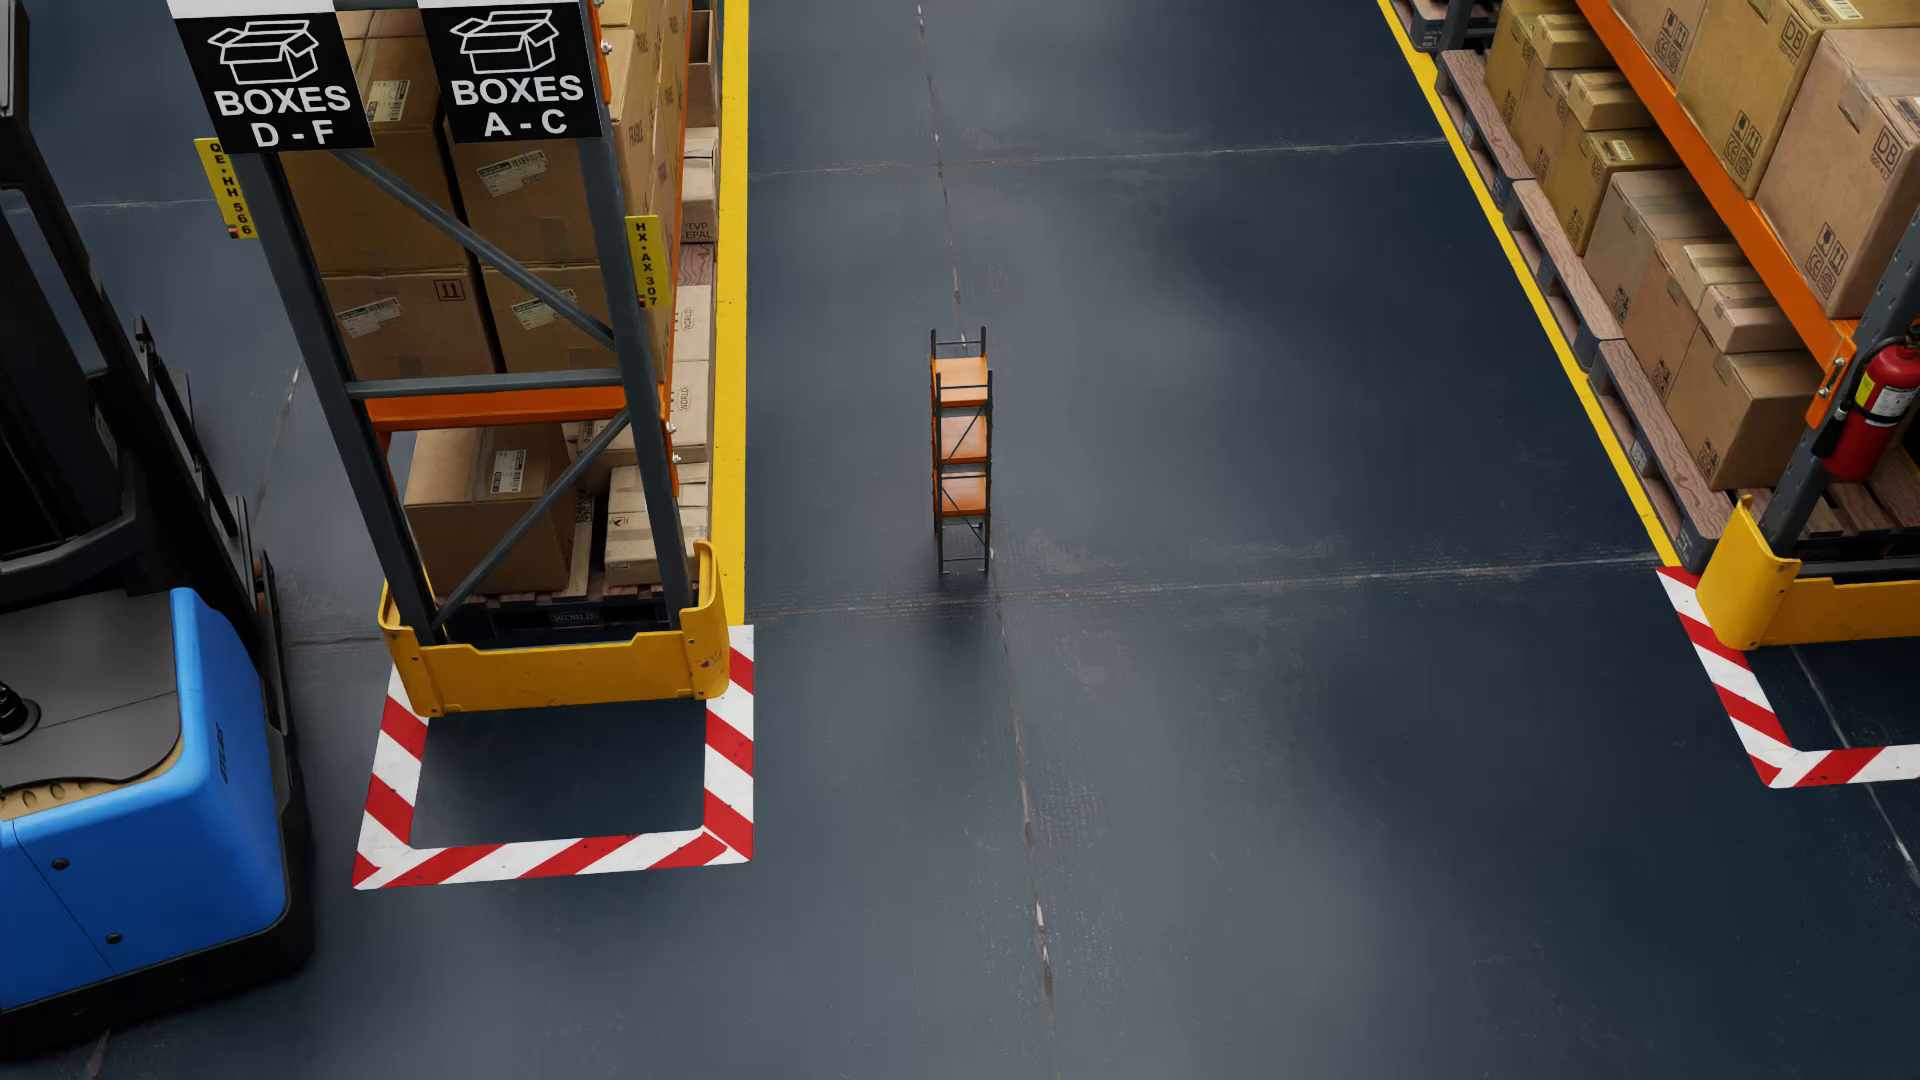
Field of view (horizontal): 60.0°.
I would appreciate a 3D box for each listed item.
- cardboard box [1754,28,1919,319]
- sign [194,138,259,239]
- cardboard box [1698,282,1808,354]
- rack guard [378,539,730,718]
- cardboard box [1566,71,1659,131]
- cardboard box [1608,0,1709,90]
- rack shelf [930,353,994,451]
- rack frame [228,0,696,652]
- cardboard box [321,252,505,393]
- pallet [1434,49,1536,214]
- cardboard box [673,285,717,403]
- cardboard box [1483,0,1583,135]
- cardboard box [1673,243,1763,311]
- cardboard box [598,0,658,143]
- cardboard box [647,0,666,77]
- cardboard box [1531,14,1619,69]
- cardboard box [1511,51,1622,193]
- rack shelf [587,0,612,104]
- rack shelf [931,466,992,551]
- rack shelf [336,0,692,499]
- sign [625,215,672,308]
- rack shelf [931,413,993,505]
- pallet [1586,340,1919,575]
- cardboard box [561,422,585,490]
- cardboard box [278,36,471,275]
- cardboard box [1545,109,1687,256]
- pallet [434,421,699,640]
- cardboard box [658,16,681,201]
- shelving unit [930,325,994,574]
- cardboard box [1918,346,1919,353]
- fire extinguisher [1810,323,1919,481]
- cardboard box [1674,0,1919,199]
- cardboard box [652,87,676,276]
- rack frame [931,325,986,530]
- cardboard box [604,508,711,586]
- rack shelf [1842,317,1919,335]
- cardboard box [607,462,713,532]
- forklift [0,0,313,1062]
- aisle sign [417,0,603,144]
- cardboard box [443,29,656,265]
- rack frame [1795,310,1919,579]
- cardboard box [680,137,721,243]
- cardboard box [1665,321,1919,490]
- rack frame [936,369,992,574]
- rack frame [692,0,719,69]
[{"bbox_3d":[3.431,-1.254,5.665,0.980,0.700,0.700,-2,47,-1],"label":"cardboard box"},{"bbox_3d":[-2.007,-0.966,4.584,0.100,0.325,0.005,-3,47,-3],"label":"sign"},{"bbox_3d":[3.133,-0.872,6.496,0.380,0.149,0.250,-4,47,-4],"label":"cardboard box"},{"bbox_3d":[-1.459,0.326,6.097,1.175,0.500,0.348,-3,47,-3],"label":"rack guard"},{"bbox_3d":[3.000,-2.000,7.564,0.380,0.149,0.250,-5,47,-4],"label":"cardboard box"},{"bbox_3d":[3.304,-2.332,6.686,0.980,0.700,0.700,-6,47,-5],"label":"cardboard box"},{"bbox_3d":[0.004,-0.510,6.134,0.215,0.259,0.240,-3,47,-3],"label":"rack shelf"},{"bbox_3d":[-1.452,-0.479,5.137,1.000,3.000,0.127,-3,47,-3],"label":"rack frame"},{"bbox_3d":[-1.761,-0.820,5.392,0.500,0.500,0.500,-2,47,-2],"label":"cardboard box"},{"bbox_3d":[3.134,-2.163,8.653,1.003,0.211,1.213,-3,47,-3],"label":"pallet"},{"bbox_3d":[-1.299,-0.818,7.050,0.500,0.250,0.500,-3,47,-3],"label":"cardboard box"},{"bbox_3d":[3.109,-2.414,8.403,0.700,0.500,0.500,-3,47,-3],"label":"cardboard box"},{"bbox_3d":[3.111,-1.057,6.671,0.380,0.149,0.250,-2,47,-2],"label":"cardboard box"},{"bbox_3d":[-1.278,-1.572,5.415,0.500,0.500,0.500,-3,47,-3],"label":"cardboard box"},{"bbox_3d":[-1.315,-1.934,5.758,0.500,0.500,0.500,-3,47,-3],"label":"cardboard box"},{"bbox_3d":[2.956,-2.378,7.922,0.380,0.149,0.250,-2,47,-2],"label":"cardboard box"},{"bbox_3d":[3.148,-2.050,8.058,0.700,0.500,0.500,-4,47,-4],"label":"cardboard box"},{"bbox_3d":[-1.620,-2.710,5.680,1.077,0.370,4.000,-3,47,-3],"label":"rack shelf"},{"bbox_3d":[0.004,-0.124,6.542,0.215,0.259,0.240,-3,47,-3],"label":"rack shelf"},{"bbox_3d":[-1.620,-1.678,6.769,1.077,0.370,4.000,-3,47,-3],"label":"rack shelf"},{"bbox_3d":[-0.912,-0.809,4.854,0.100,0.325,0.005,-3,47,-3],"label":"sign"},{"bbox_3d":[0.004,-0.315,6.340,0.215,0.259,0.240,-3,47,-3],"label":"rack shelf"},{"bbox_3d":[3.339,-0.397,6.981,1.003,0.211,1.213,-3,47,-3],"label":"pallet"},{"bbox_3d":[-1.688,-0.332,6.647,0.380,0.166,0.250,-3,47,-3],"label":"cardboard box"},{"bbox_3d":[-1.764,-1.162,5.027,0.500,0.500,0.500,-4,47,-4],"label":"cardboard box"},{"bbox_3d":[3.189,-1.679,7.706,0.700,0.500,0.500,-3,47,-2],"label":"cardboard box"},{"bbox_3d":[-1.526,-0.151,6.748,1.003,0.211,1.213,-3,47,-3],"label":"pallet"},{"bbox_3d":[-1.314,-1.586,6.117,0.500,0.500,0.500,-4,47,-3],"label":"cardboard box"},{"bbox_3d":[0.004,-0.322,6.332,0.215,1.050,0.252,-3,47,-3],"label":"shelving unit"},{"bbox_3d":[3.535,-0.712,6.344,0.380,0.149,0.250,-3,47,-3],"label":"cardboard box"},{"bbox_3d":[3.036,-0.490,5.459,0.296,0.674,0.183,-3,47,-3],"label":"fire extinguisher"},{"bbox_3d":[3.359,-1.780,6.163,0.980,0.700,0.700,-4,47,-4],"label":"cardboard box"},{"bbox_3d":[-1.275,-1.223,5.773,0.500,0.500,0.500,-4,47,-4],"label":"cardboard box"},{"bbox_3d":[-0.006,-0.411,6.416,0.200,1.050,0.008,-3,47,-3],"label":"rack frame"},{"bbox_3d":[-1.145,0.027,6.319,0.380,0.149,0.250,-3,47,-3],"label":"cardboard box"},{"bbox_3d":[3.316,-2.049,6.986,0.919,0.124,3.809,-3,47,-3],"label":"rack shelf"},{"bbox_3d":[-1.166,-0.160,6.484,0.380,0.166,0.250,-3,47,-3],"label":"cardboard box"},{"bbox_3d":[-3.112,-0.485,5.190,1.130,2.935,3.031,-16,49,-14],"label":"forklift"},{"bbox_3d":[-1.154,-1.341,4.164,0.394,0.787,0.004,-3,47,-3],"label":"aisle sign"},{"bbox_3d":[-1.227,-1.194,5.057,0.500,0.500,0.500,-2,47,-2],"label":"cardboard box"},{"bbox_3d":[3.480,-0.782,5.425,0.949,2.616,0.053,-3,47,-3],"label":"rack frame"},{"bbox_3d":[-1.394,-1.662,7.807,0.500,0.311,0.500,-3,47,-3],"label":"cardboard box"},{"bbox_3d":[3.325,-0.568,6.654,0.700,0.500,0.500,-3,47,-3],"label":"cardboard box"},{"bbox_3d":[0.015,-0.234,6.249,0.200,1.050,0.008,-3,47,-3],"label":"rack frame"},{"bbox_3d":[-1.787,-3.373,7.878,1.000,3.000,0.127,-3,47,-3],"label":"rack frame"}]
